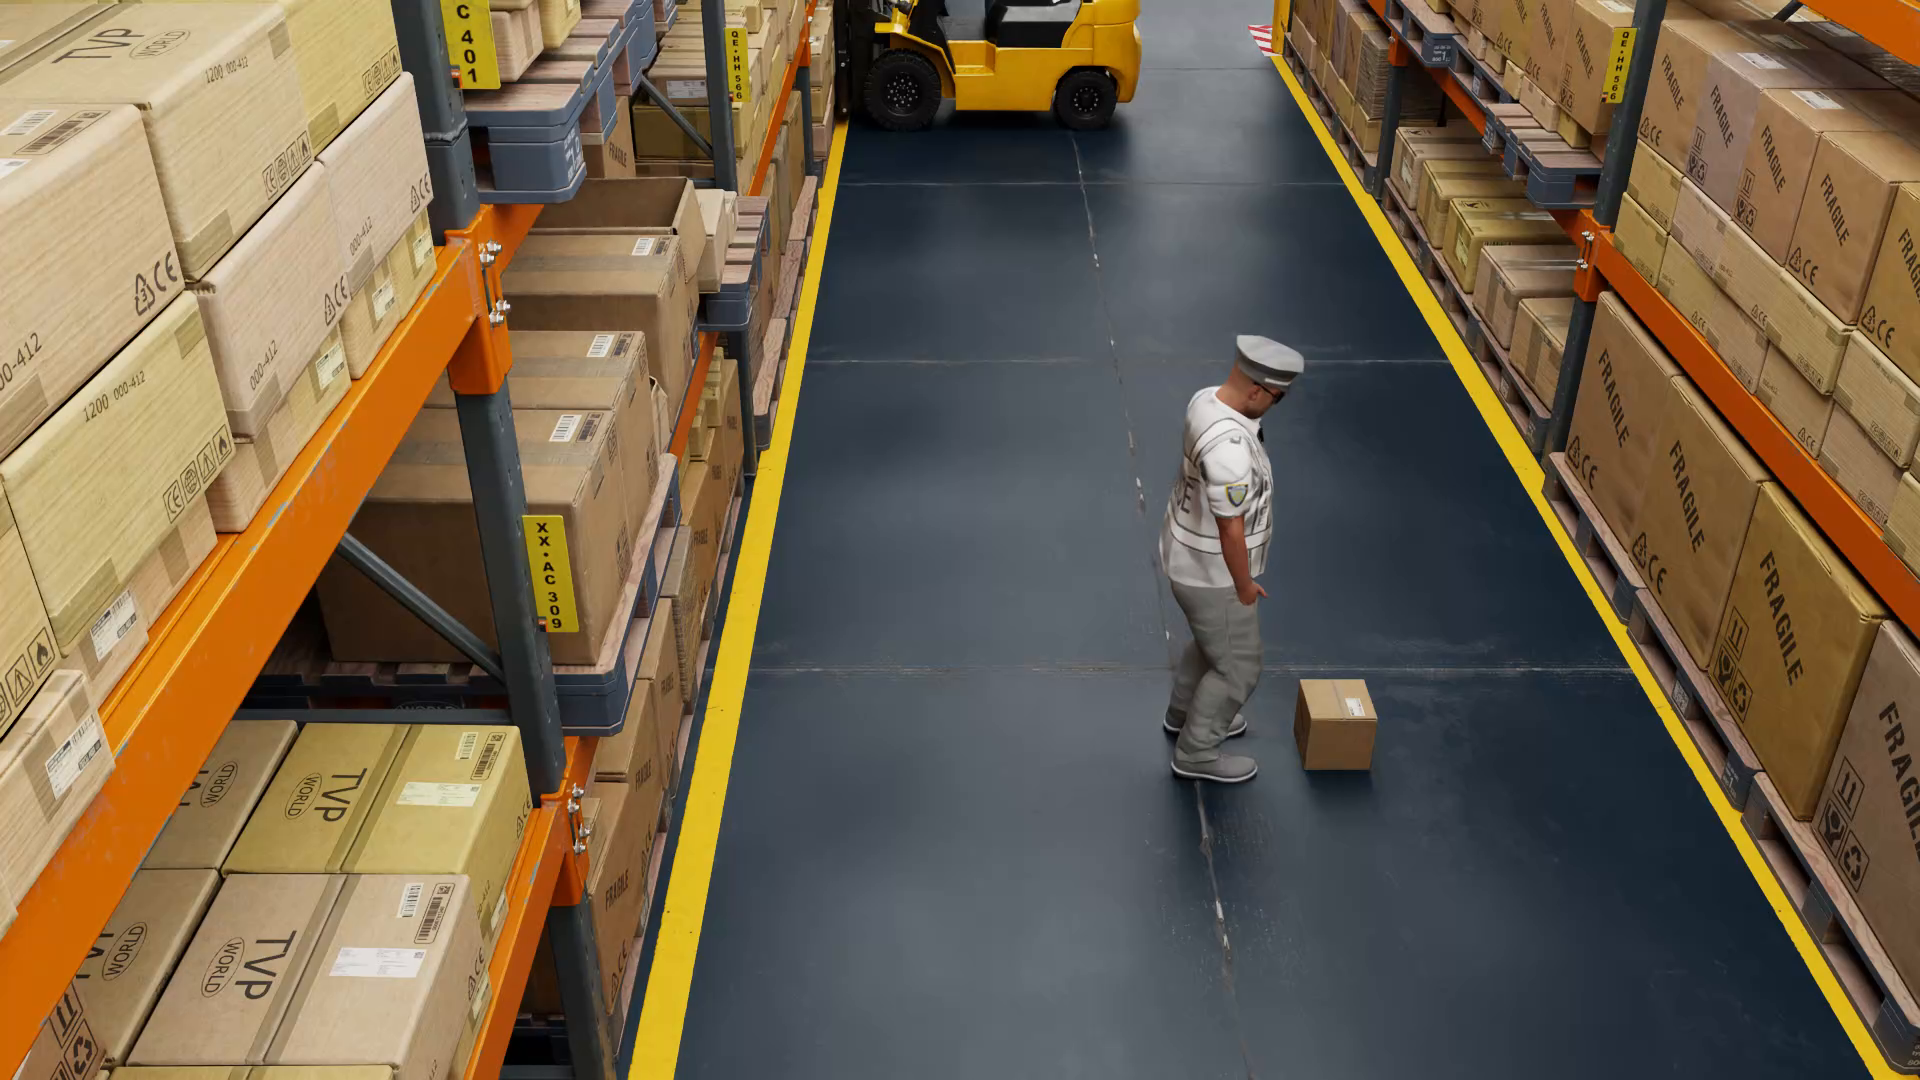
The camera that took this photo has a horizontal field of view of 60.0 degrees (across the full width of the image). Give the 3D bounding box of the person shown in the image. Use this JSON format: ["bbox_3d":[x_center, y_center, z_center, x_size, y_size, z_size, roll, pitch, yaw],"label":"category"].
[{"bbox_3d":[0.946,0.071,6.051,0.440,1.723,0.547,1,31,1],"label":"person"}]
